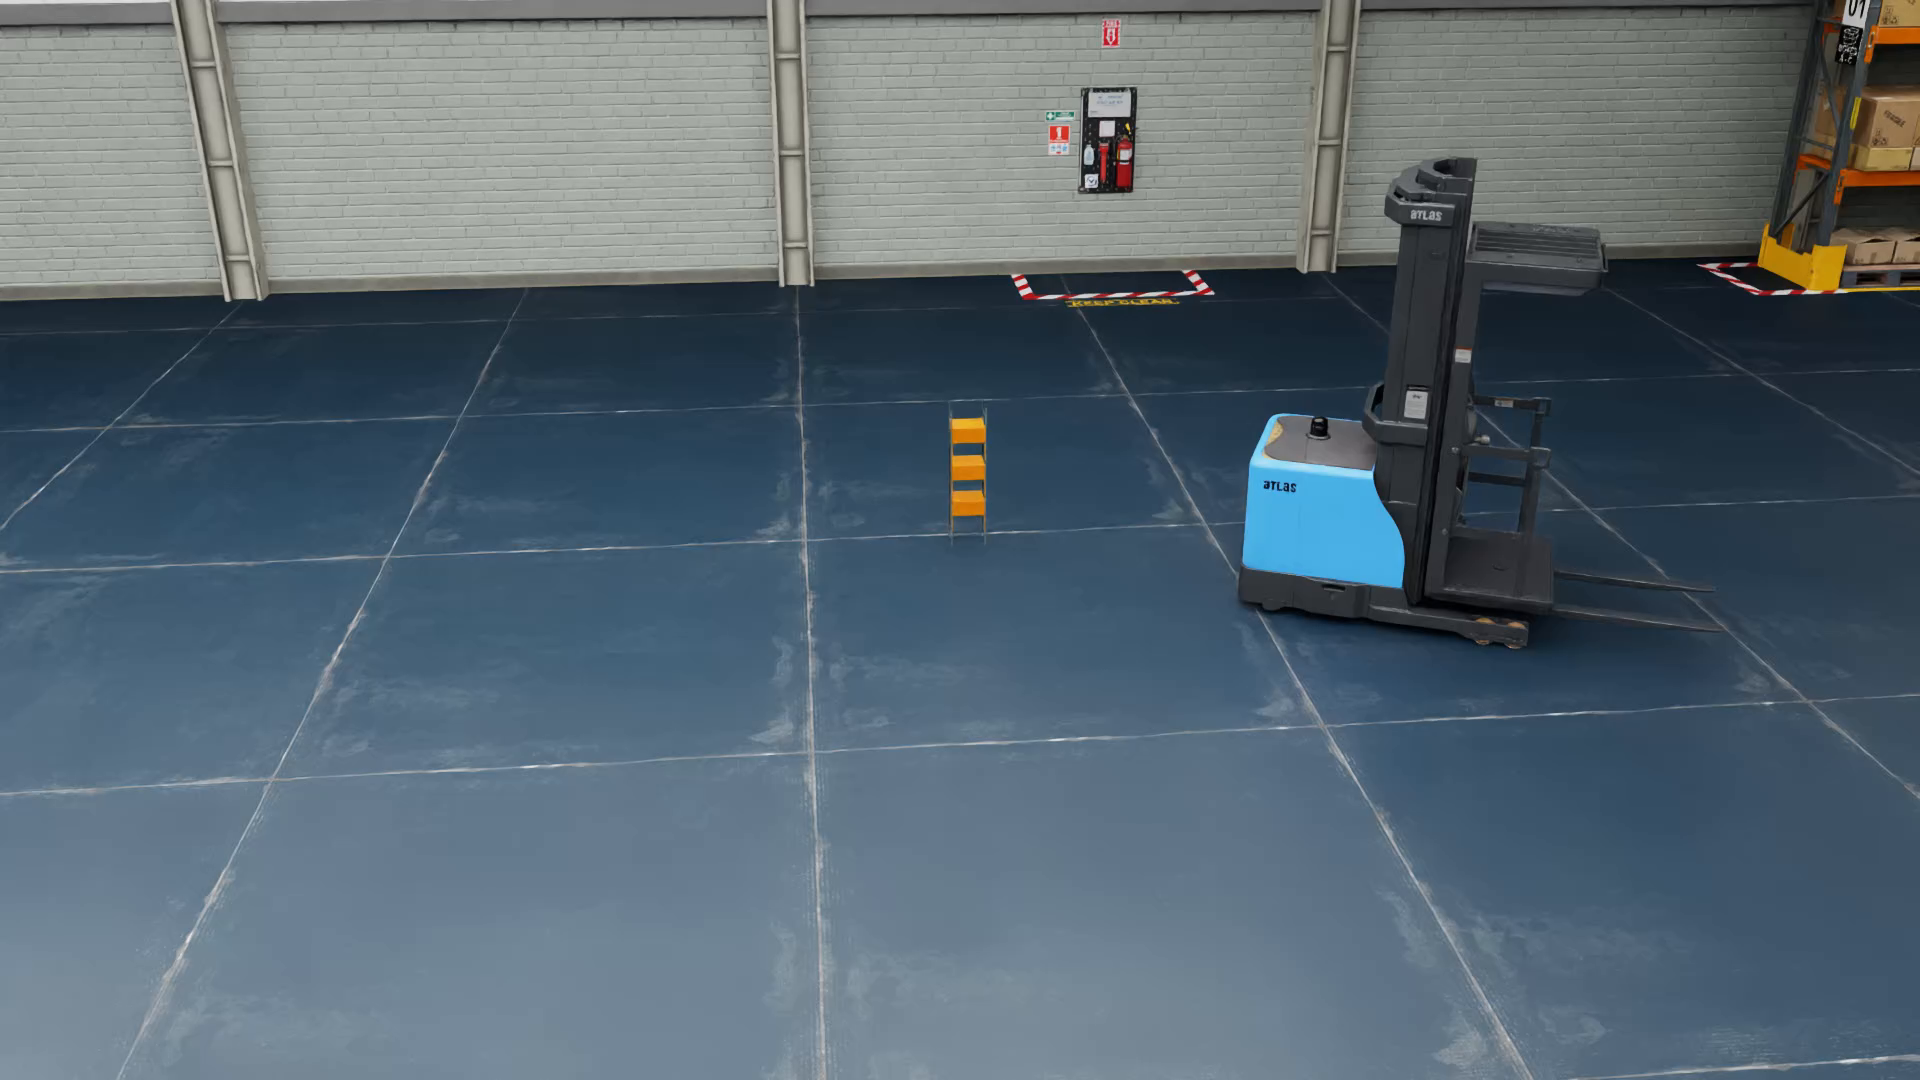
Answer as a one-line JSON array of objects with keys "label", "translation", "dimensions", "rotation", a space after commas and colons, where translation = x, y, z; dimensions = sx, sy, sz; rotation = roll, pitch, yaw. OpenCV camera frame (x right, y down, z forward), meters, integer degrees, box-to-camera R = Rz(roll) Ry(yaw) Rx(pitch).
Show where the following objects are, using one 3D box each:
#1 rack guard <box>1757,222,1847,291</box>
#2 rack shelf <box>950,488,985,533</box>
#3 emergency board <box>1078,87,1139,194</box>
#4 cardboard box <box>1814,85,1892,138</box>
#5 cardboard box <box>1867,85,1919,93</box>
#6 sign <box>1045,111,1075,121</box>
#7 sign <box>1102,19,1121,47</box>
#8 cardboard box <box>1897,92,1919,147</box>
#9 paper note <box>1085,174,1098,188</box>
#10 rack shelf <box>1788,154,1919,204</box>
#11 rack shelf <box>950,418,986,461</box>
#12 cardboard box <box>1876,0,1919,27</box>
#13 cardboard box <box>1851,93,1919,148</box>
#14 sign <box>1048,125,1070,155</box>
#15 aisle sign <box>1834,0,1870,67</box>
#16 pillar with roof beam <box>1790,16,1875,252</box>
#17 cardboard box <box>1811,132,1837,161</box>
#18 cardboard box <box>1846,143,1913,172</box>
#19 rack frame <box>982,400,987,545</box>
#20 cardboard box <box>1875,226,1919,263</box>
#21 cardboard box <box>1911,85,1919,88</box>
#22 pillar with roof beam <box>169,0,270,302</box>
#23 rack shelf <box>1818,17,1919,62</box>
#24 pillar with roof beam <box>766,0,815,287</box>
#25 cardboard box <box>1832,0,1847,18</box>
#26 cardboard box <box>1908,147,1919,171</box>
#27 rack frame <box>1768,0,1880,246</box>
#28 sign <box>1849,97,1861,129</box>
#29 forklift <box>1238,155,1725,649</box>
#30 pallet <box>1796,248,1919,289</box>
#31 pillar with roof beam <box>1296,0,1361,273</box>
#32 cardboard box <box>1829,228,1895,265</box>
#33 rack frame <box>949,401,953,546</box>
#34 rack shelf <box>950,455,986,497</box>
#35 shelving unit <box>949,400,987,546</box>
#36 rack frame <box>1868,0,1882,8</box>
[{"label": "rack guard", "translation": [9.565, -3.236, 18.915], "dimensions": [0.348, 0.500, 1.175], "rotation": [-2, 24, -5]}, {"label": "rack shelf", "translation": [0.053, -0.218, 12.159], "dimensions": [0.240, 0.259, 0.215], "rotation": [-2, 24, -5]}, {"label": "emergency board", "translation": [1.667, -4.430, 18.524], "dimensions": [0.643, 1.169, 0.194], "rotation": [-2, 24, -5]}, {"label": "cardboard box", "translation": [9.937, -4.763, 18.510], "dimensions": [0.500, 0.500, 0.500], "rotation": [-3, 24, -6]}, {"label": "cardboard box", "translation": [10.439, -4.779, 18.546], "dimensions": [0.500, 0.500, 0.500], "rotation": [-2, 24, -4]}, {"label": "sign", "translation": [1.112, -4.705, 18.445], "dimensions": [0.331, 0.109, 0.001], "rotation": [-2, 24, -5]}, {"label": "sign", "translation": [1.649, -5.529, 18.143], "dimensions": [0.199, 0.298, 0.001], "rotation": [-2, 24, -5]}, {"label": "cardboard box", "translation": [10.486, -4.572, 18.079], "dimensions": [0.500, 0.500, 0.500], "rotation": [-2, 24, -5]}, {"label": "paper note", "translation": [1.484, -4.048, 18.749], "dimensions": [0.142, 0.148, 0.016], "rotation": [-2, 24, -5]}, {"label": "rack shelf", "translation": [11.479, -4.126, 18.726], "dimensions": [4.000, 0.370, 1.077], "rotation": [-2, 24, -5]}, {"label": "rack shelf", "translation": [0.053, -0.732, 11.931], "dimensions": [0.240, 0.259, 0.215], "rotation": [-2, 24, -5]}, {"label": "cardboard box", "translation": [9.846, -5.713, 17.569], "dimensions": [0.500, 0.500, 0.500], "rotation": [-2, 24, -4]}, {"label": "cardboard box", "translation": [9.994, -4.556, 18.044], "dimensions": [0.500, 0.500, 0.500], "rotation": [-2, 24, -5]}, {"label": "sign", "translation": [1.106, -4.466, 18.560], "dimensions": [0.234, 0.329, 0.001], "rotation": [-2, 24, -5]}, {"label": "aisle sign", "translation": [9.447, -5.439, 17.593], "dimensions": [0.004, 0.787, 0.394], "rotation": [-2, 24, -5]}, {"label": "pillar with roof beam", "translation": [10.524, -5.754, 14.116], "dimensions": [0.400, 9.000, 9.100], "rotation": [-2, 24, -5]}, {"label": "cardboard box", "translation": [9.935, -4.413, 18.645], "dimensions": [0.500, 0.250, 0.500], "rotation": [-2, 24, -4]}, {"label": "cardboard box", "translation": [10.006, -4.207, 18.182], "dimensions": [0.500, 0.250, 0.500], "rotation": [-3, 24, -7]}, {"label": "rack frame", "translation": [0.175, -0.487, 12.053], "dimensions": [0.008, 1.050, 0.200], "rotation": [-2, 24, -5]}, {"label": "cardboard box", "translation": [10.754, -3.361, 18.888], "dimensions": [0.500, 0.311, 0.500], "rotation": [0, 24, -1]}, {"label": "cardboard box", "translation": [10.953, -4.802, 18.597], "dimensions": [0.500, 0.500, 0.500], "rotation": [-3, 24, -7]}, {"label": "pillar with roof beam", "translation": [-7.389, -5.035, 12.500], "dimensions": [0.400, 9.000, 9.100], "rotation": [-2, 24, -5]}, {"label": "rack shelf", "translation": [11.479, -5.497, 18.117], "dimensions": [4.000, 0.370, 1.077], "rotation": [-2, 24, -5]}, {"label": "pillar with roof beam", "translation": [-1.418, -5.275, 13.039], "dimensions": [0.400, 9.000, 9.100], "rotation": [-2, 24, -5]}, {"label": "cardboard box", "translation": [9.879, -5.920, 18.034], "dimensions": [0.500, 0.500, 0.500], "rotation": [-1, 24, -1]}, {"label": "cardboard box", "translation": [10.521, -4.233, 18.241], "dimensions": [0.500, 0.250, 0.500], "rotation": [-3, 24, -7]}, {"label": "rack frame", "translation": [9.489, -4.375, 18.400], "dimensions": [0.127, 3.000, 1.000], "rotation": [-2, 24, -5]}, {"label": "sign", "translation": [9.542, -4.551, 17.731], "dimensions": [0.005, 0.325, 0.100], "rotation": [-2, 24, -5]}, {"label": "forklift", "translation": [3.453, -0.883, 10.629], "dimensions": [3.031, 2.935, 1.130], "rotation": [8, 25, 16]}, {"label": "pallet", "translation": [10.376, -3.122, 19.014], "dimensions": [1.213, 0.211, 1.003], "rotation": [-2, 24, -5]}, {"label": "pillar with roof beam", "translation": [4.553, -5.515, 13.577], "dimensions": [0.400, 9.000, 9.100], "rotation": [-2, 24, -5]}, {"label": "cardboard box", "translation": [10.186, -3.339, 18.837], "dimensions": [0.500, 0.311, 0.500], "rotation": [-5, 24, -11]}, {"label": "rack frame", "translation": [-0.068, -0.477, 12.031], "dimensions": [0.008, 1.050, 0.200], "rotation": [-2, 24, -5]}, {"label": "rack shelf", "translation": [0.053, -0.472, 12.046], "dimensions": [0.240, 0.259, 0.215], "rotation": [-2, 24, -5]}, {"label": "shelving unit", "translation": [0.053, -0.482, 12.042], "dimensions": [0.252, 1.050, 0.215], "rotation": [-2, 24, -5]}, {"label": "rack frame", "translation": [9.489, -7.117, 17.182], "dimensions": [0.127, 3.000, 1.000], "rotation": [-2, 24, -5]}]
